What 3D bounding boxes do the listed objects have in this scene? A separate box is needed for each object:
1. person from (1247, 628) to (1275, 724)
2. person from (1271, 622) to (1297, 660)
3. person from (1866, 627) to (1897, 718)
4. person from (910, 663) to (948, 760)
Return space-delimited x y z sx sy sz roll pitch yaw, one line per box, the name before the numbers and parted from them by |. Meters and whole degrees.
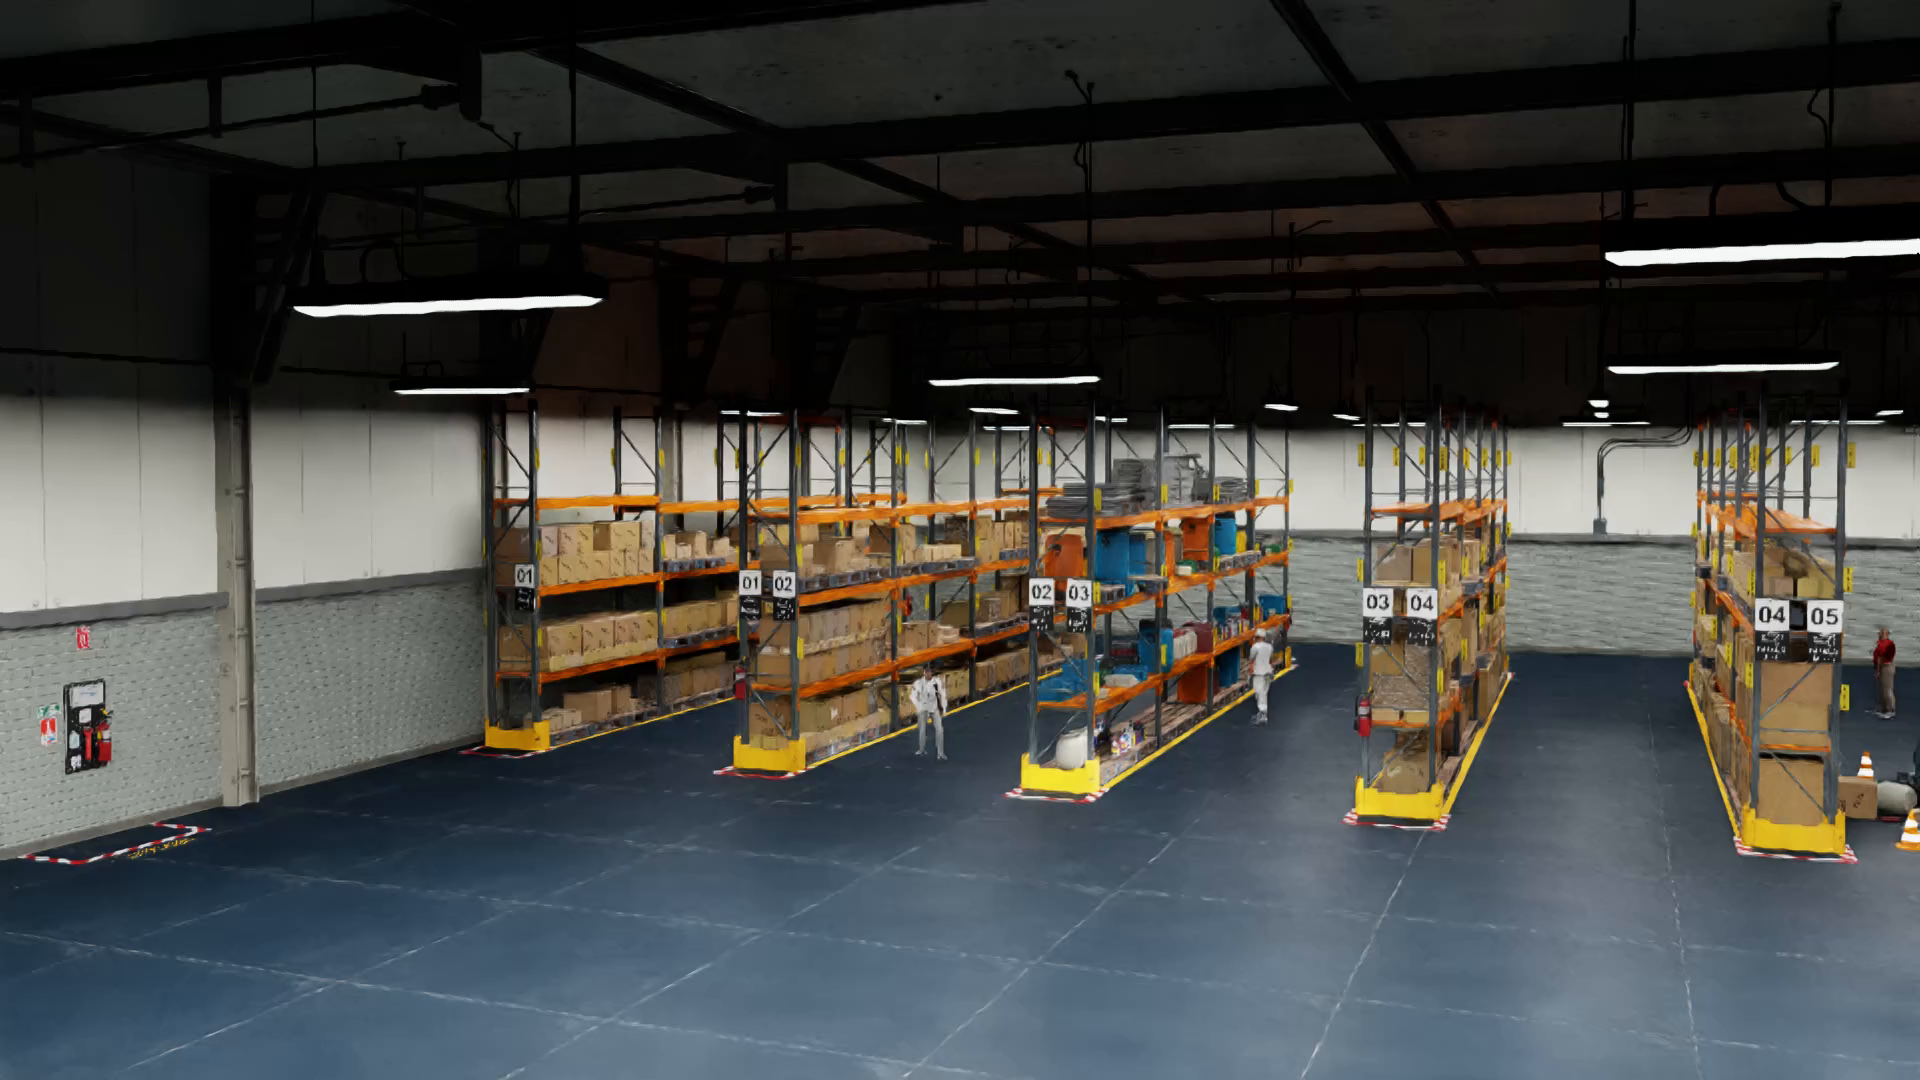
person | 5.672 2.544 31.411 0.651 1.785 0.577 -2 4 -37
person | 7.915 2.178 40.923 0.630 1.587 0.527 -2 4 -38
person | 17.808 2.542 32.108 0.593 1.719 0.650 3 4 42
person | -0.504 2.825 27.661 0.644 1.615 0.783 0 3 3
